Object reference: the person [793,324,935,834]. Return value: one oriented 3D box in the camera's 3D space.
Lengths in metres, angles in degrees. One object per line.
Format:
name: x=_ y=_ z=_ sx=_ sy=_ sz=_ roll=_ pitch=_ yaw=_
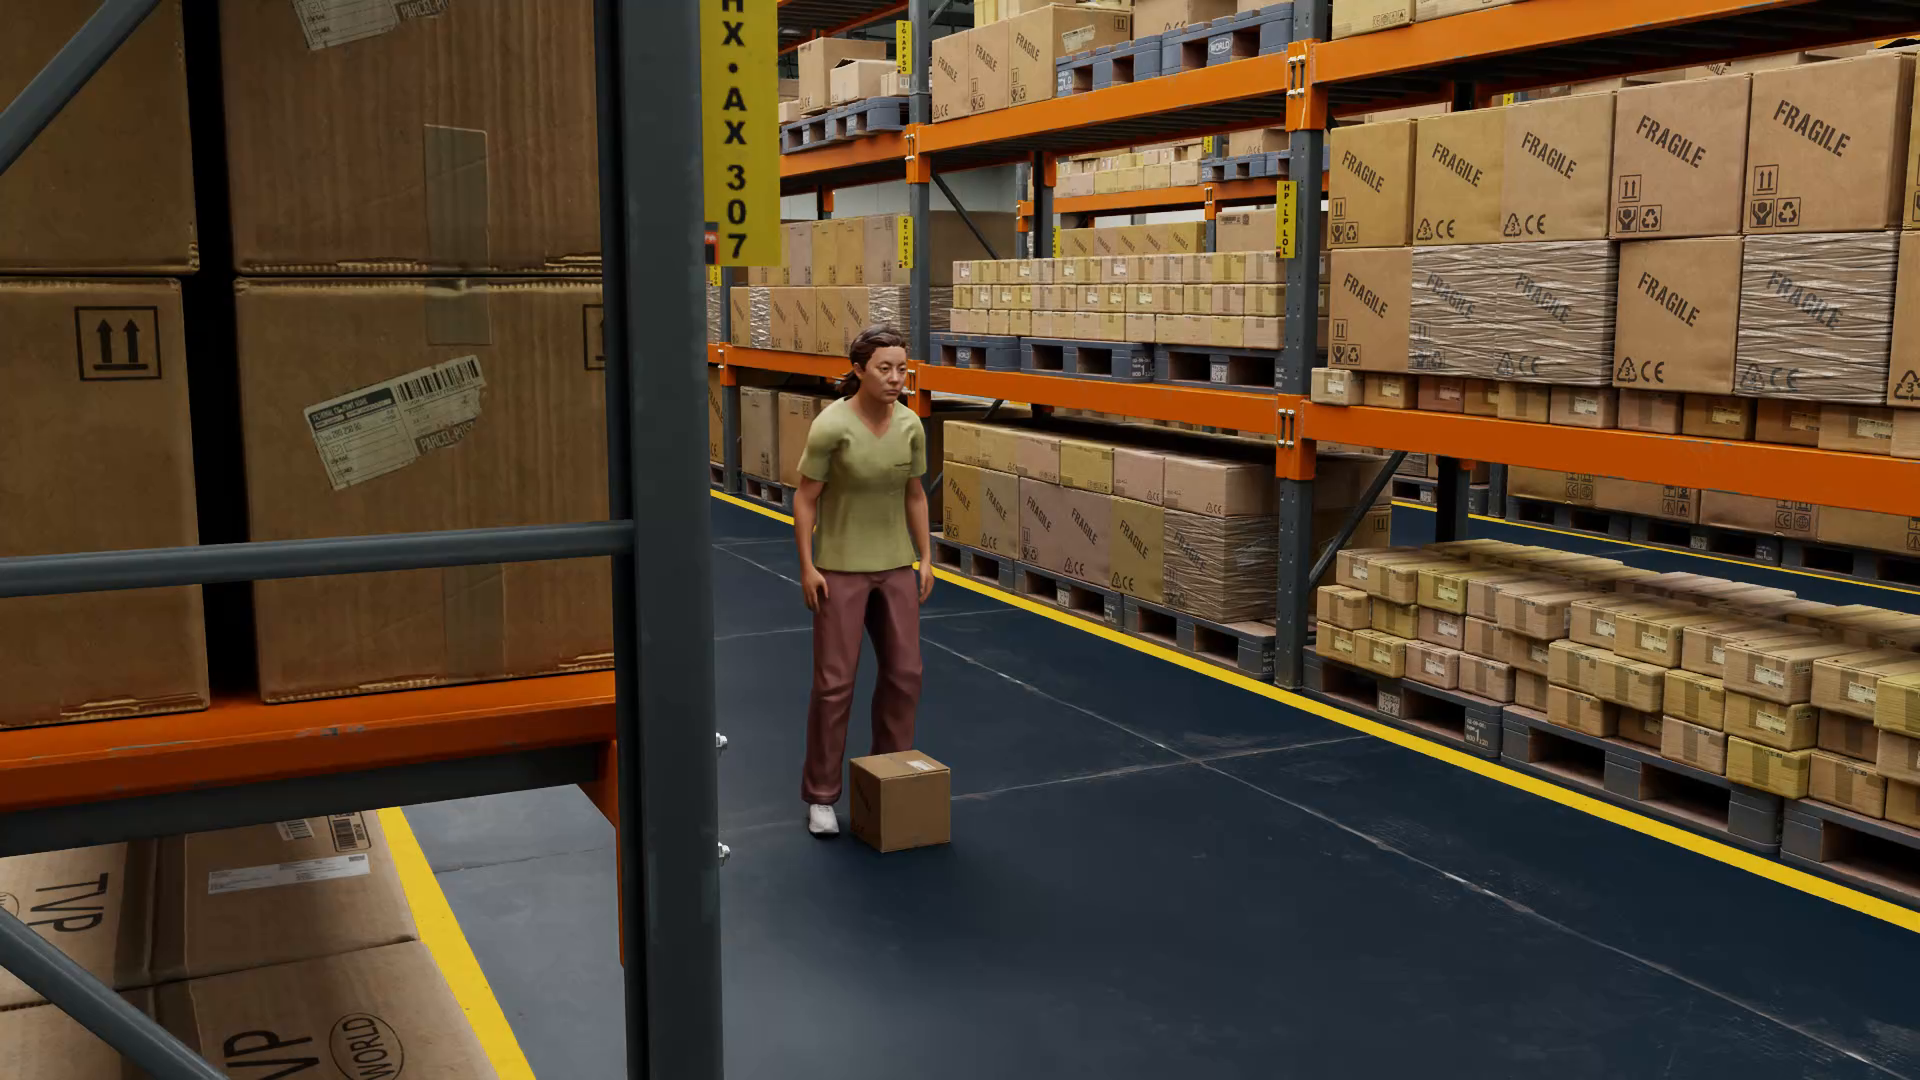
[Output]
person: x=-0.308 y=0.118 z=5.569 sx=0.521 sy=1.672 sz=0.363 roll=-5 pitch=10 yaw=-29
